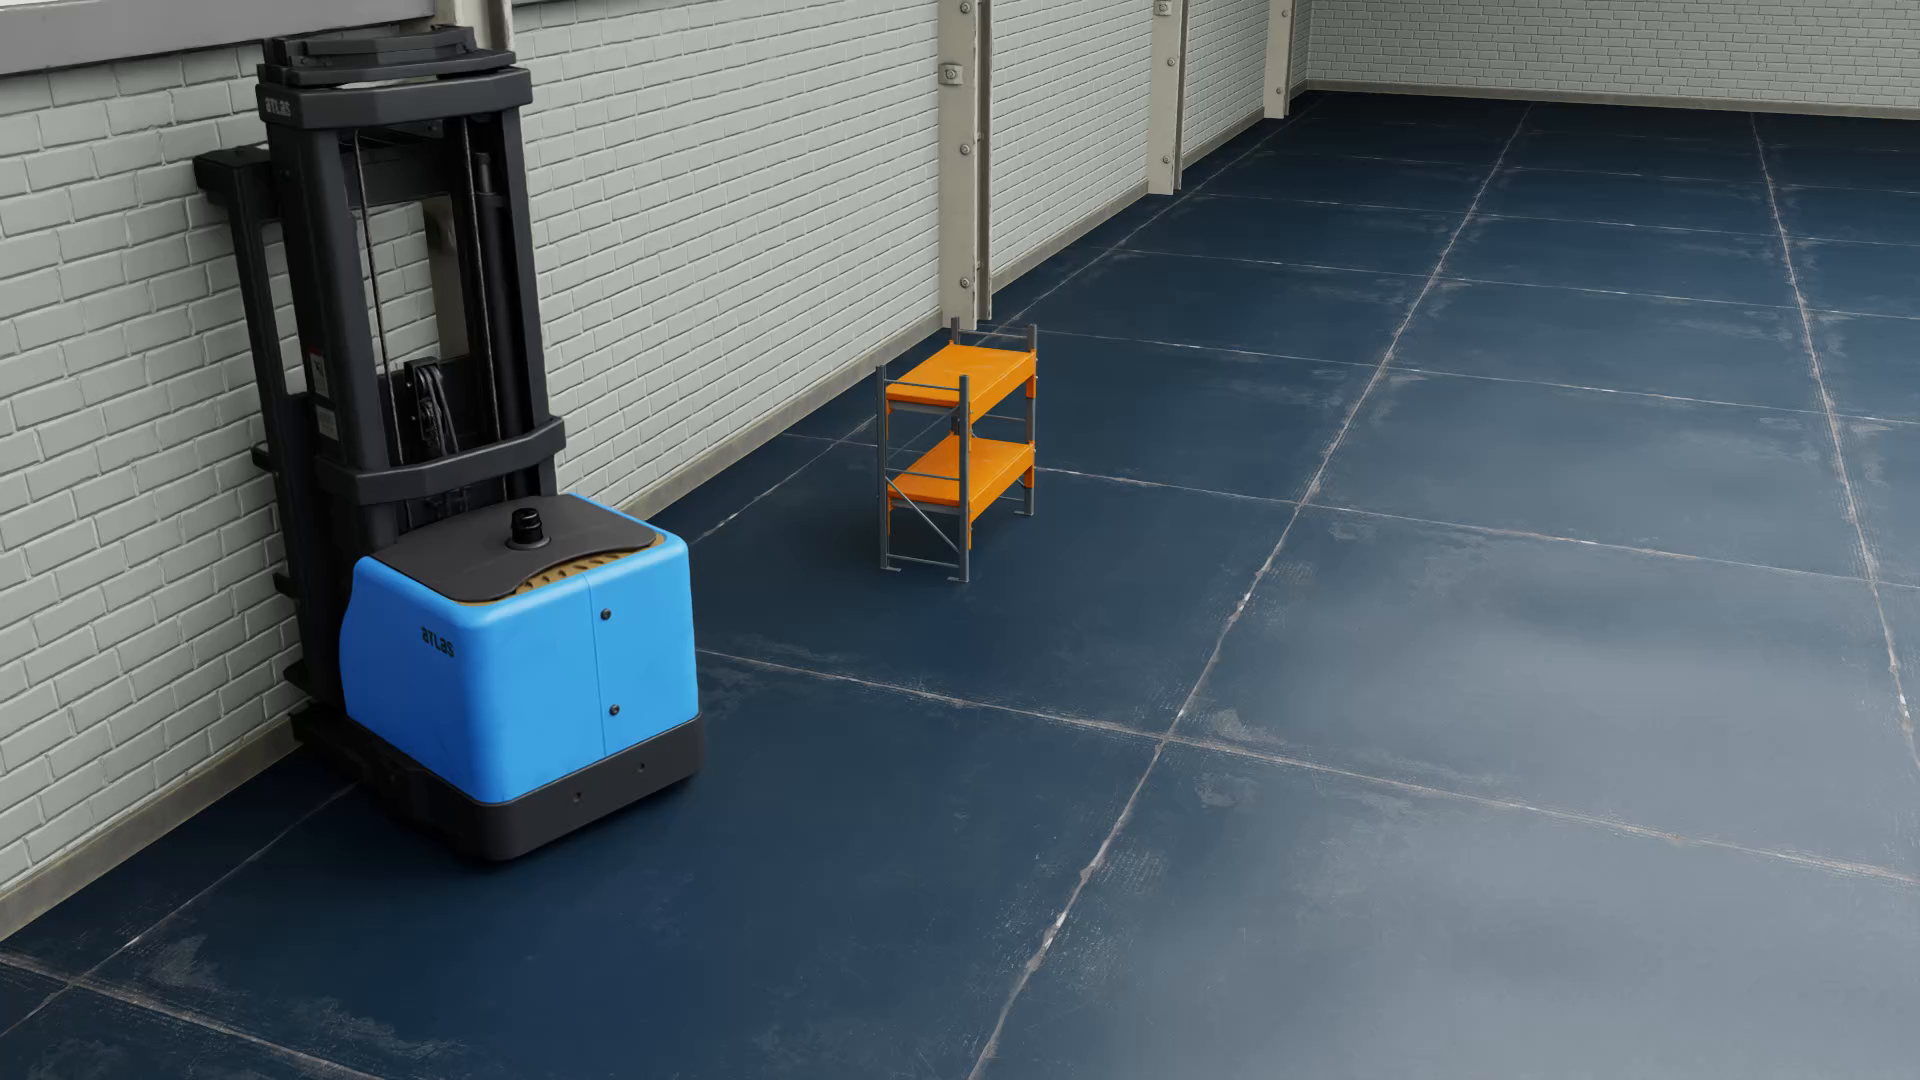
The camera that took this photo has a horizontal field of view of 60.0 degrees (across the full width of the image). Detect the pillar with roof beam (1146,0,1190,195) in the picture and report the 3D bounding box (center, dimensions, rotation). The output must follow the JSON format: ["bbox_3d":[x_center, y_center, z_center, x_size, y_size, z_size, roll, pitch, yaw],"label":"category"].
[{"bbox_3d":[6.267,-7.444,15.396,9.100,9.000,0.400,9,24,20],"label":"pillar with roof beam"}]

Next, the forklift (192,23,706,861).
[{"bbox_3d":[-2.467,-0.619,6.928,3.031,2.935,1.130,20,30,39],"label":"forklift"}]

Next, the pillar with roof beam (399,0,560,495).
[{"bbox_3d":[1.810,-3.150,5.115,9.100,9.000,0.400,9,24,20],"label":"pillar with roof beam"}]

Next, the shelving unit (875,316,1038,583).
[{"bbox_3d":[-0.003,-0.517,9.027,0.538,1.125,1.048,9,24,20],"label":"shelving unit"}]

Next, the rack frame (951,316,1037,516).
[{"bbox_3d":[0.186,-0.699,9.463,0.500,1.125,0.032,9,24,20],"label":"rack frame"}]

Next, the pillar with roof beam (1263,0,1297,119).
[{"bbox_3d":[8.496,-9.591,20.536,9.100,9.000,0.400,9,24,20],"label":"pillar with roof beam"}]

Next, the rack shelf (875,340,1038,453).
[{"bbox_3d":[-0.003,-0.787,8.915,0.538,0.278,1.000,9,24,20],"label":"rack shelf"}]

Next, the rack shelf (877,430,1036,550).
[{"bbox_3d":[-0.003,-0.291,9.122,0.538,0.278,1.000,9,24,20],"label":"rack shelf"}]

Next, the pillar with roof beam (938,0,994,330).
[{"bbox_3d":[4.039,-5.297,10.255,9.100,9.000,0.400,9,24,20],"label":"pillar with roof beam"}]

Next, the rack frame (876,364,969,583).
[{"bbox_3d":[-0.191,-0.335,8.592,0.500,1.125,0.032,9,24,20],"label":"rack frame"}]
